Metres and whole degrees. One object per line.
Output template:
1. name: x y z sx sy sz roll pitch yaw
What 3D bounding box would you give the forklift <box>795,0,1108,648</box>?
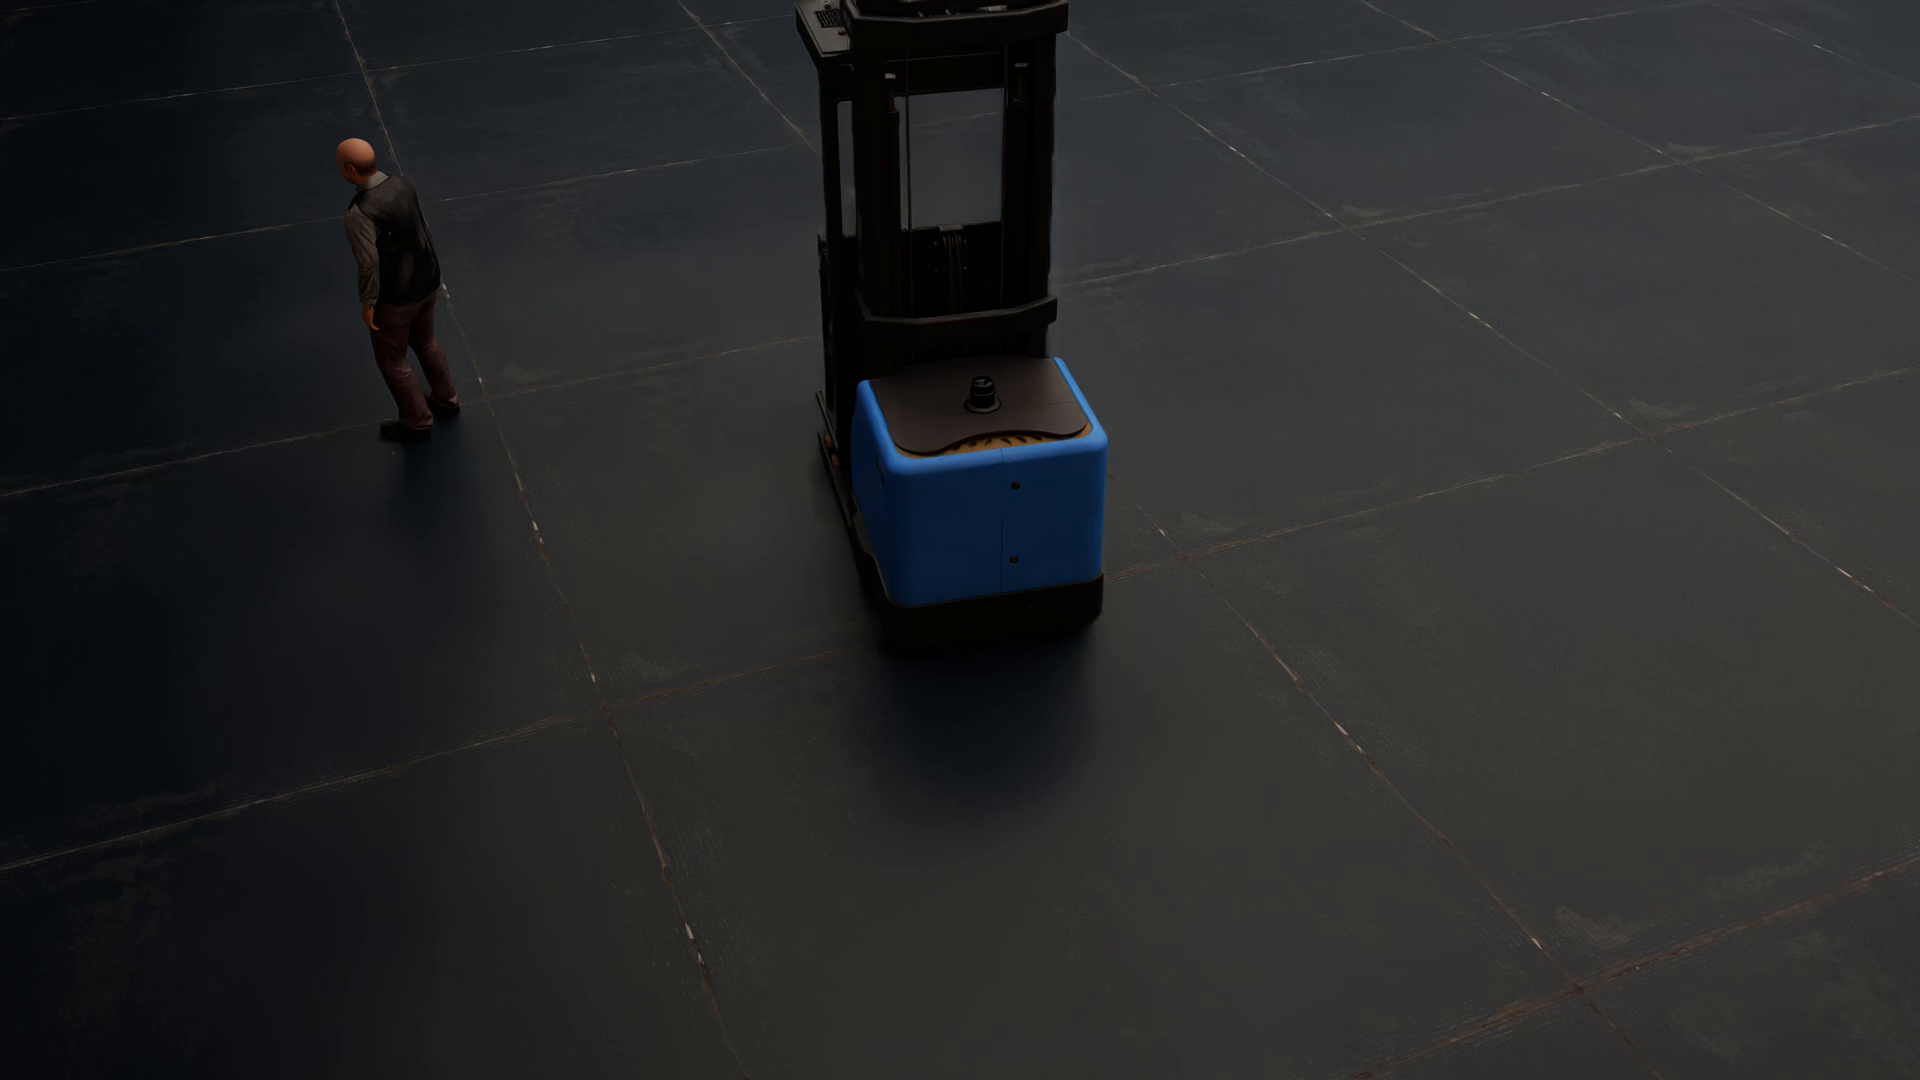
1. forklift: -0.159 -1.541 8.265 1.130 2.935 3.031 -8 36 -11

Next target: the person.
1. person: -3.051 -1.357 9.055 0.424 1.717 0.580 12 37 16
